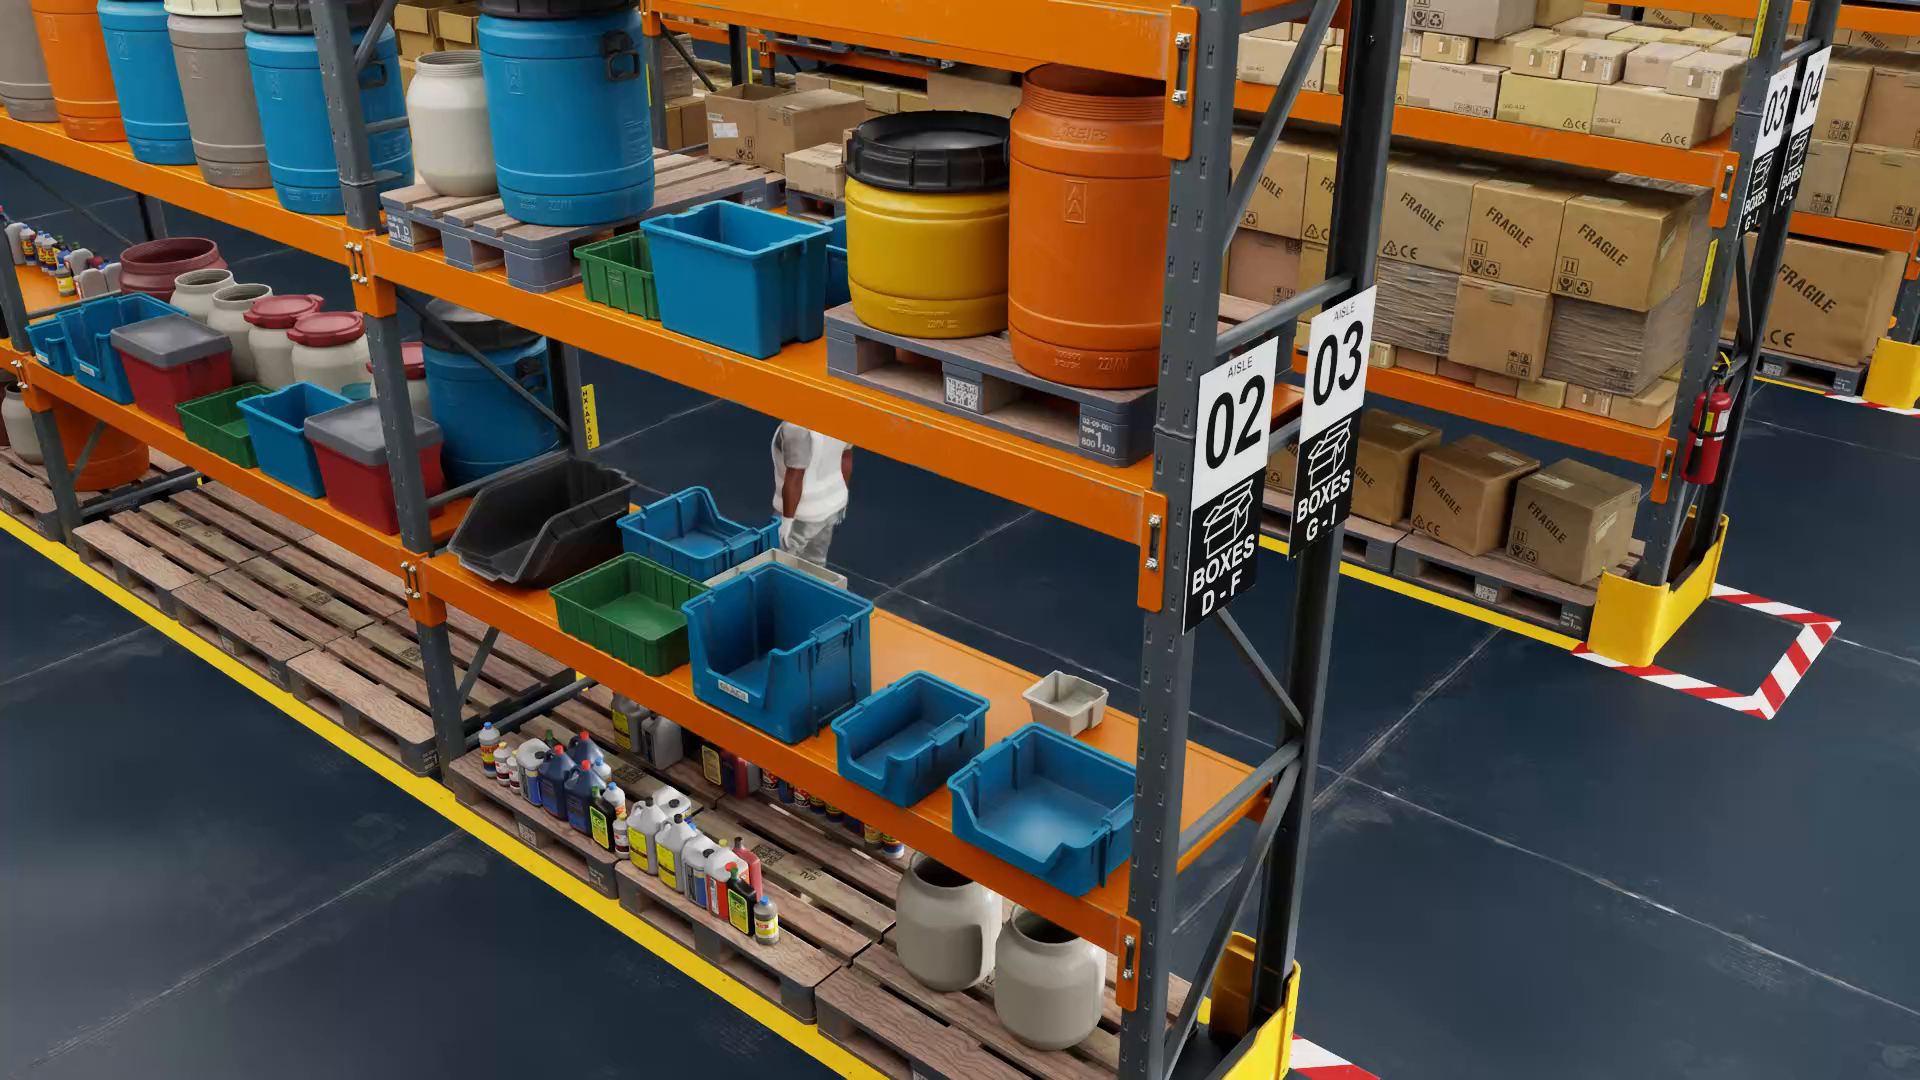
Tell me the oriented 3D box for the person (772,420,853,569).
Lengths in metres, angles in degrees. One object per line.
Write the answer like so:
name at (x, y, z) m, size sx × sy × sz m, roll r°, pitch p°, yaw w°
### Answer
person at (-0.848, -0.182, 8.911) m, size 0.583 × 1.779 × 0.595 m, roll 15°, pitch 31°, yaw 26°
